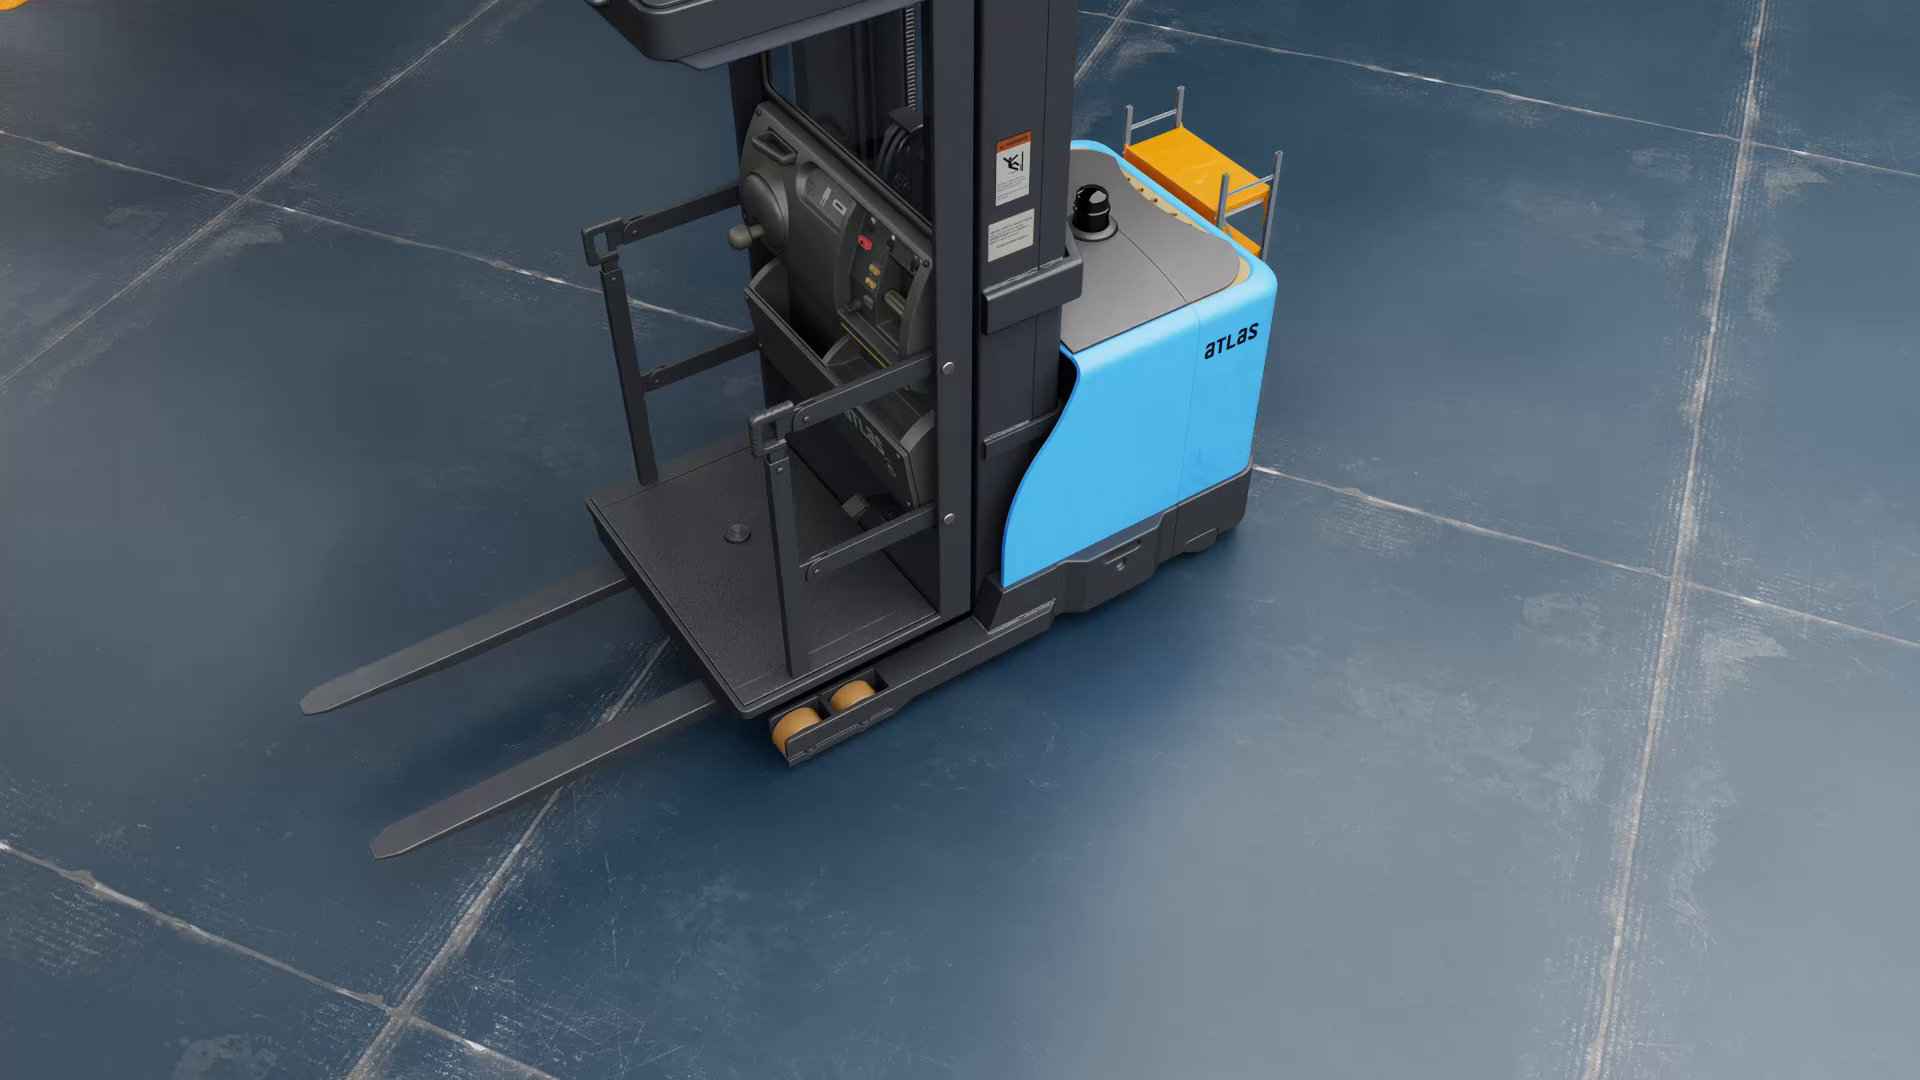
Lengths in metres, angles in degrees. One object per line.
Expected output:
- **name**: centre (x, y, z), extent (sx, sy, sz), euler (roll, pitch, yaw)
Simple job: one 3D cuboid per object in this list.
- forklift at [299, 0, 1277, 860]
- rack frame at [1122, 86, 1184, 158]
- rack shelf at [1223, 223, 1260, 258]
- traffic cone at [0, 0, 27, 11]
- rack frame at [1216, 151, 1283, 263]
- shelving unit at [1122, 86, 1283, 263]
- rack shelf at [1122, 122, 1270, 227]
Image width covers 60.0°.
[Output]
- **forklift**: centre (-0.525, -0.793, 4.469), extent (3.031, 2.935, 1.130), euler (-25, 50, -23)
- **rack frame**: centre (0.649, -1.048, 5.952), extent (0.240, 1.200, 0.015), euler (-26, 50, -23)
- **rack shelf**: centre (0.786, -1.016, 5.699), extent (0.258, 0.148, 0.480), euler (-26, 50, -23)
- **traffic cone**: centre (-4.929, -2.992, 8.429), extent (0.334, 0.463, 0.336), euler (16, 47, 16)
- **rack frame**: centre (0.923, -0.763, 5.666), extent (0.240, 1.200, 0.015), euler (-26, 50, -23)
- **shelving unit**: centre (0.786, -0.905, 5.809), extent (0.258, 1.200, 0.503), euler (-26, 50, -23)
- **rack shelf**: centre (0.786, -1.184, 5.532), extent (0.258, 0.148, 0.480), euler (-26, 50, -23)
